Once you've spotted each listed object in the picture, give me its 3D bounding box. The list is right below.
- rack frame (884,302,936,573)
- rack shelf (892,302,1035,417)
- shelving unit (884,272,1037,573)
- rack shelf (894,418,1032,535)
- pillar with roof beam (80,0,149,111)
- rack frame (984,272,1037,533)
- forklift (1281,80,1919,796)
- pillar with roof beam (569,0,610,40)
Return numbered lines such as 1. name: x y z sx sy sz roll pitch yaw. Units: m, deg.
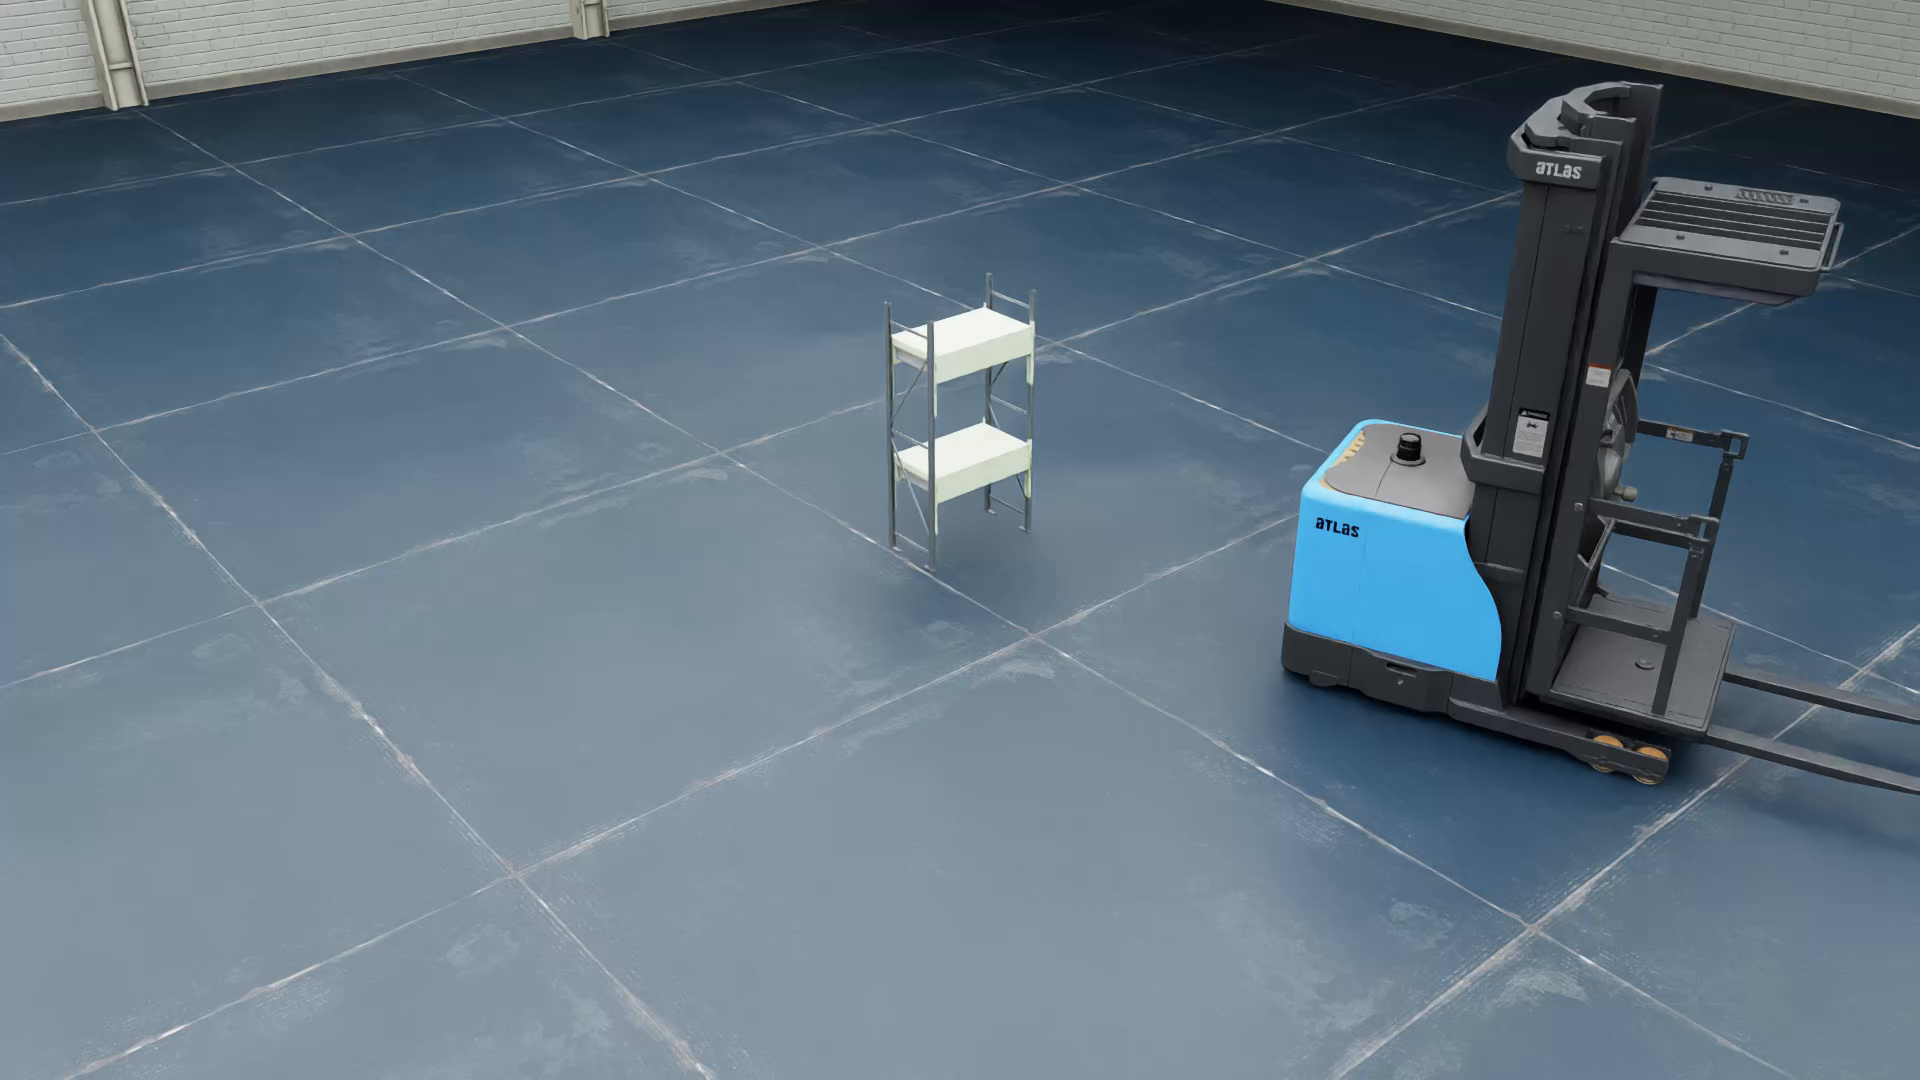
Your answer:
1. rack frame: -0.273 -0.552 9.191 0.023 1.500 0.400 -22 35 -35
2. rack shelf: 0.005 -1.008 9.216 0.720 0.370 0.431 -22 35 -35
3. shelving unit: 0.005 -0.664 9.400 0.755 1.500 0.431 -22 35 -35
4. rack shelf: 0.005 -0.376 9.554 0.720 0.370 0.431 -22 35 -35
5. pillar with roof beam: -6.760 -7.410 14.068 0.400 9.000 9.100 -22 35 -35
6. rack frame: 0.284 -0.775 9.610 0.023 1.500 0.400 -22 35 -35
7. forklift: 3.167 -0.456 7.494 3.031 2.935 1.130 15 31 26
8. pillar with roof beam: -2.196 -9.246 17.503 0.400 9.000 9.100 -22 35 -35
